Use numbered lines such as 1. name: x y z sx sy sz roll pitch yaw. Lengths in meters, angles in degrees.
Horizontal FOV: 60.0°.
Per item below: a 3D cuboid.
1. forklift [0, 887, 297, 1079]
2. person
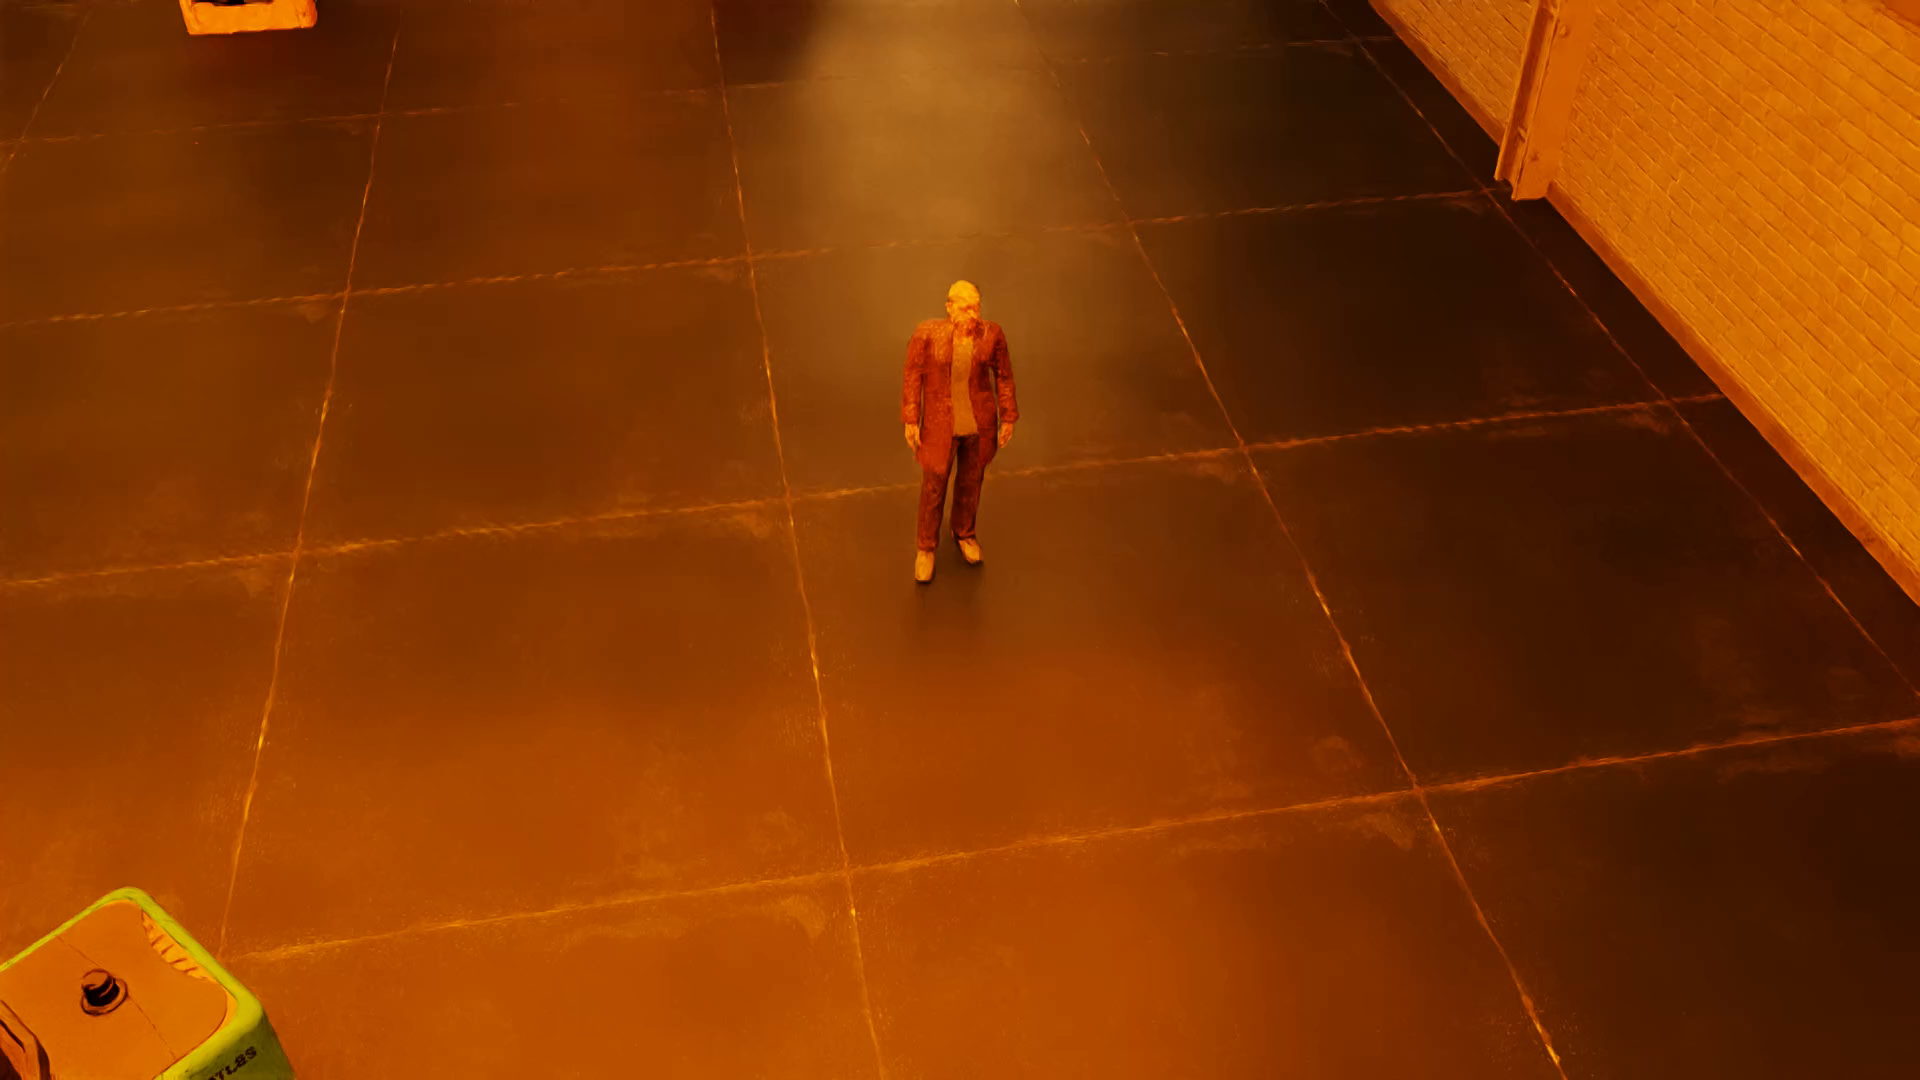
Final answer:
1. forklift: -4.016 2.052 5.543 1.130 2.935 3.031 28 48 29
2. person: 0.012 -0.624 9.571 0.694 1.776 0.580 -7 41 -8
